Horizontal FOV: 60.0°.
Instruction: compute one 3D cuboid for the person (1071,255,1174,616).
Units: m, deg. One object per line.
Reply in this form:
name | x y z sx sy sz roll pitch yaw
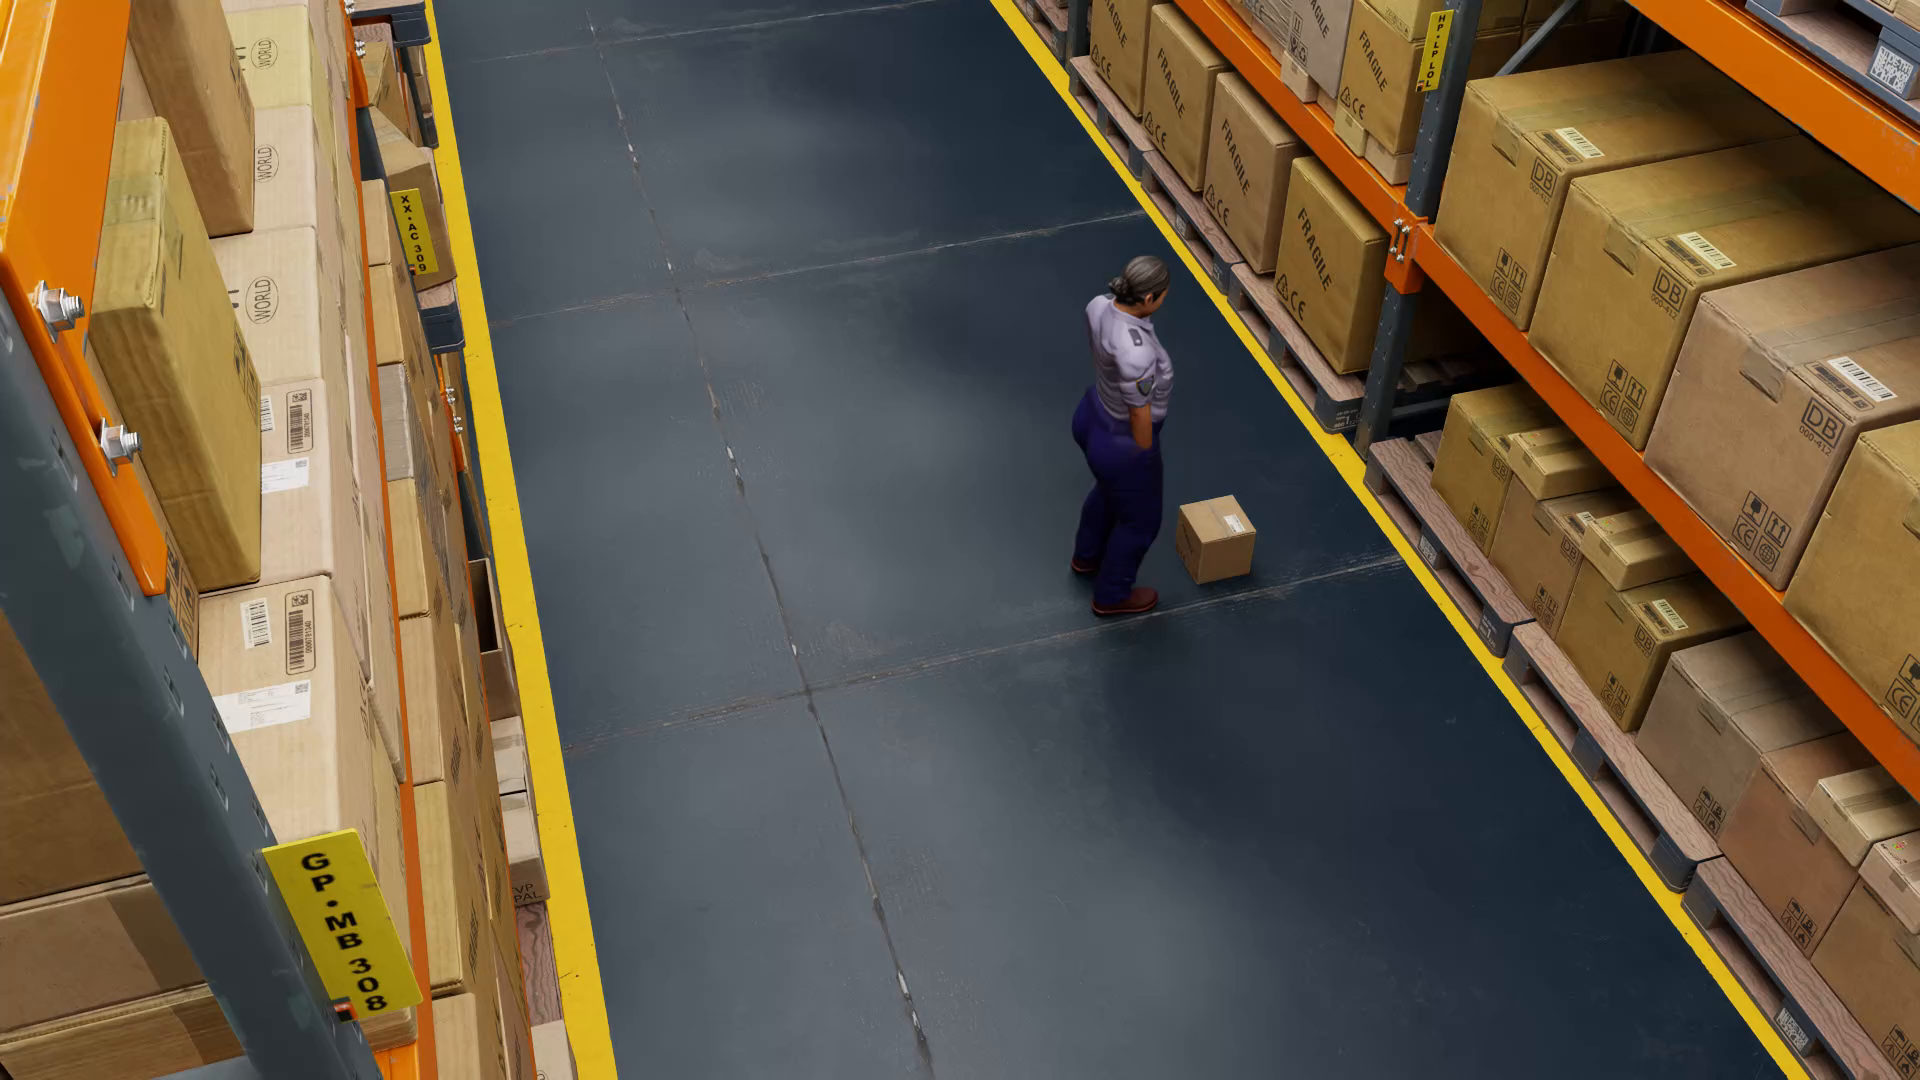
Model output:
person | 0.637 -0.423 6.650 0.347 1.634 0.480 -11 44 -12
